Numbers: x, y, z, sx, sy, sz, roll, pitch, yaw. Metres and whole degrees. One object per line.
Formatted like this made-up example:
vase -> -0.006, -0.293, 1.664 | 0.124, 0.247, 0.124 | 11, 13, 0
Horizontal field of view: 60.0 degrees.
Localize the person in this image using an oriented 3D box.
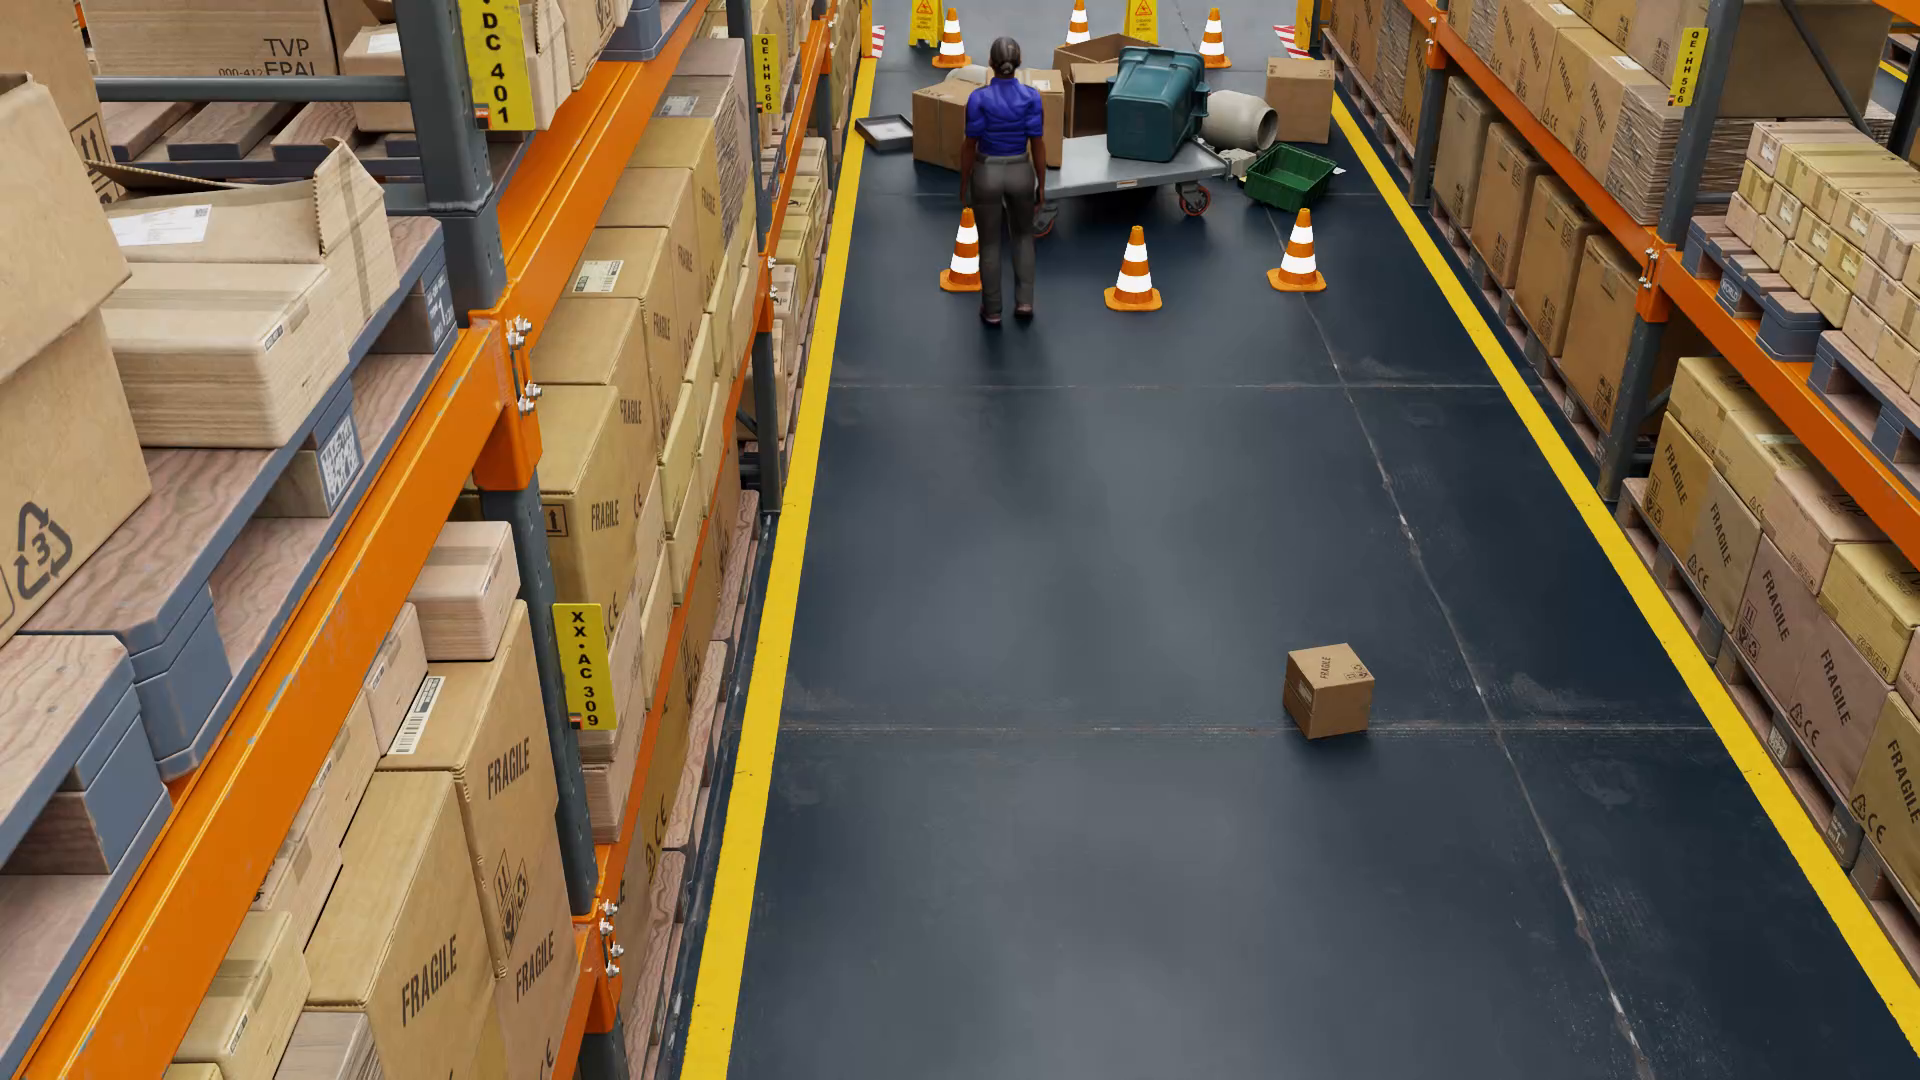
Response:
person -> 0.230, -1.997, 9.399 | 0.467, 1.722, 0.395 | -4, 32, -7
